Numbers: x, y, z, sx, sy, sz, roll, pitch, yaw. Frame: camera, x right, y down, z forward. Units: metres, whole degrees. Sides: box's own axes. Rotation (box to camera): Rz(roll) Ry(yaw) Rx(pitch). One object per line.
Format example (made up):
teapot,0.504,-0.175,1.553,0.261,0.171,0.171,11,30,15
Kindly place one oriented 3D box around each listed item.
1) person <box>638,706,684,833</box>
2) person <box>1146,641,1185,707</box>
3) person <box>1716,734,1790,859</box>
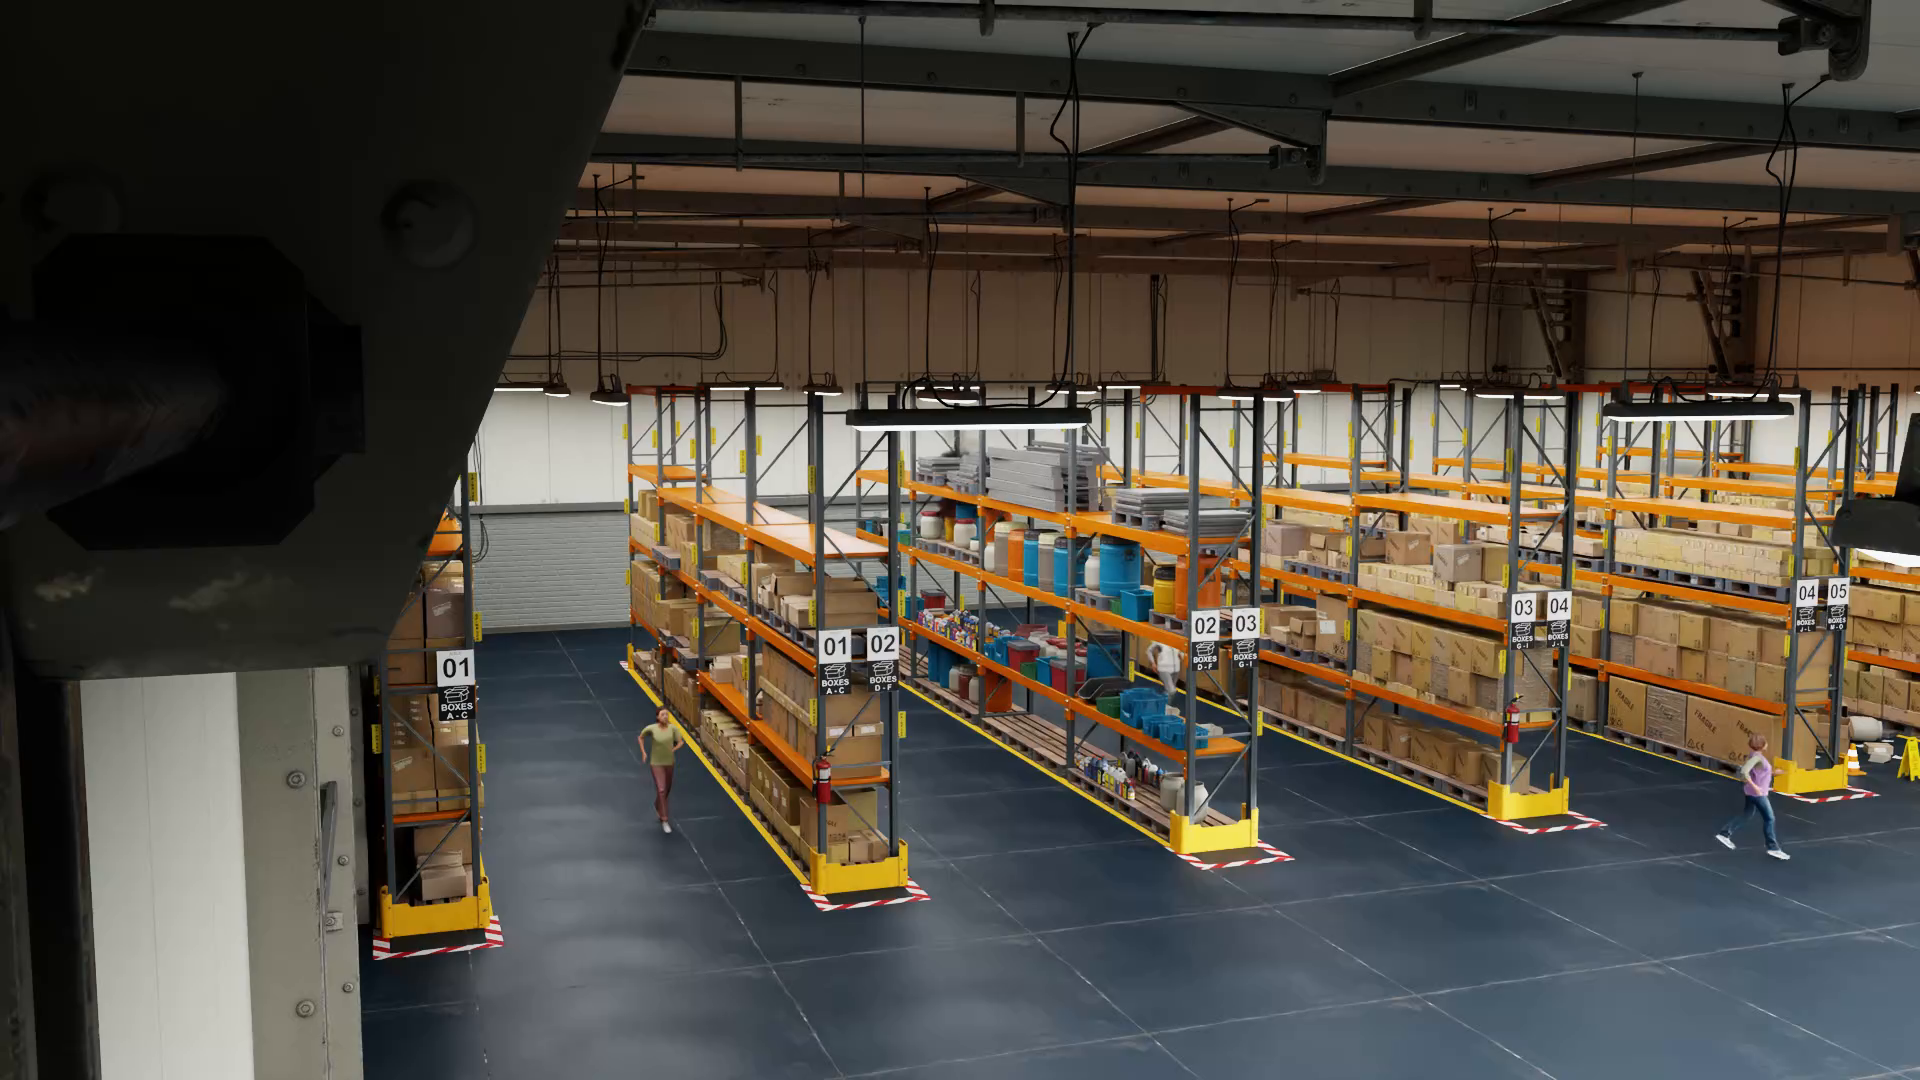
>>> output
person,-4.095,3.109,22.951,0.578,1.680,0.882,-3,7,-29
person,3.724,2.375,29.721,0.624,1.829,0.750,-3,7,-30
person,10.280,3.296,21.495,0.871,1.600,0.530,2,6,15
